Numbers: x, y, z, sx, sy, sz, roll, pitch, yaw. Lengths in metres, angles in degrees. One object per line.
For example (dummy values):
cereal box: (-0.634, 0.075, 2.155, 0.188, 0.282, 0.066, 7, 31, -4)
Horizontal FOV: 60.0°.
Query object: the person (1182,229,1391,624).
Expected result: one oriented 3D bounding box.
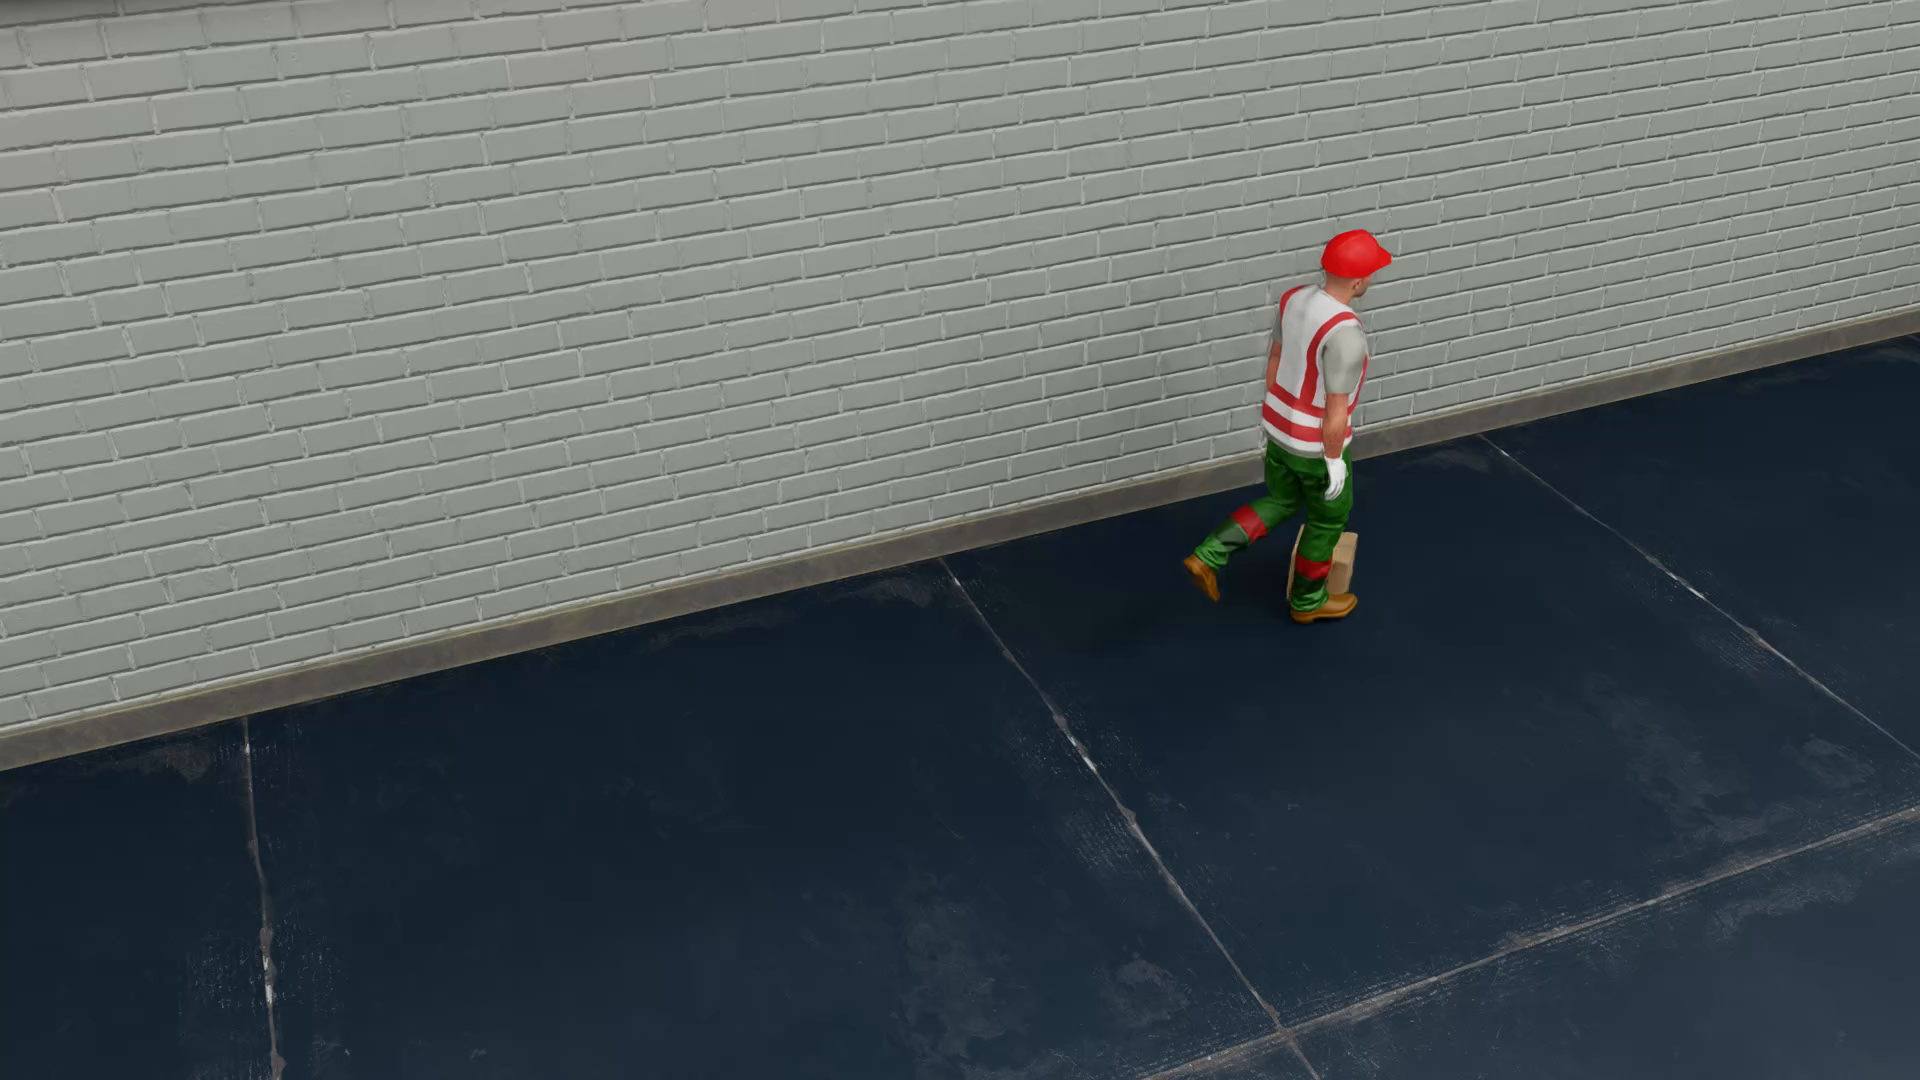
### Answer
person: (1.331, -0.411, 6.736, 0.771, 1.770, 0.546, -11, 35, -17)
